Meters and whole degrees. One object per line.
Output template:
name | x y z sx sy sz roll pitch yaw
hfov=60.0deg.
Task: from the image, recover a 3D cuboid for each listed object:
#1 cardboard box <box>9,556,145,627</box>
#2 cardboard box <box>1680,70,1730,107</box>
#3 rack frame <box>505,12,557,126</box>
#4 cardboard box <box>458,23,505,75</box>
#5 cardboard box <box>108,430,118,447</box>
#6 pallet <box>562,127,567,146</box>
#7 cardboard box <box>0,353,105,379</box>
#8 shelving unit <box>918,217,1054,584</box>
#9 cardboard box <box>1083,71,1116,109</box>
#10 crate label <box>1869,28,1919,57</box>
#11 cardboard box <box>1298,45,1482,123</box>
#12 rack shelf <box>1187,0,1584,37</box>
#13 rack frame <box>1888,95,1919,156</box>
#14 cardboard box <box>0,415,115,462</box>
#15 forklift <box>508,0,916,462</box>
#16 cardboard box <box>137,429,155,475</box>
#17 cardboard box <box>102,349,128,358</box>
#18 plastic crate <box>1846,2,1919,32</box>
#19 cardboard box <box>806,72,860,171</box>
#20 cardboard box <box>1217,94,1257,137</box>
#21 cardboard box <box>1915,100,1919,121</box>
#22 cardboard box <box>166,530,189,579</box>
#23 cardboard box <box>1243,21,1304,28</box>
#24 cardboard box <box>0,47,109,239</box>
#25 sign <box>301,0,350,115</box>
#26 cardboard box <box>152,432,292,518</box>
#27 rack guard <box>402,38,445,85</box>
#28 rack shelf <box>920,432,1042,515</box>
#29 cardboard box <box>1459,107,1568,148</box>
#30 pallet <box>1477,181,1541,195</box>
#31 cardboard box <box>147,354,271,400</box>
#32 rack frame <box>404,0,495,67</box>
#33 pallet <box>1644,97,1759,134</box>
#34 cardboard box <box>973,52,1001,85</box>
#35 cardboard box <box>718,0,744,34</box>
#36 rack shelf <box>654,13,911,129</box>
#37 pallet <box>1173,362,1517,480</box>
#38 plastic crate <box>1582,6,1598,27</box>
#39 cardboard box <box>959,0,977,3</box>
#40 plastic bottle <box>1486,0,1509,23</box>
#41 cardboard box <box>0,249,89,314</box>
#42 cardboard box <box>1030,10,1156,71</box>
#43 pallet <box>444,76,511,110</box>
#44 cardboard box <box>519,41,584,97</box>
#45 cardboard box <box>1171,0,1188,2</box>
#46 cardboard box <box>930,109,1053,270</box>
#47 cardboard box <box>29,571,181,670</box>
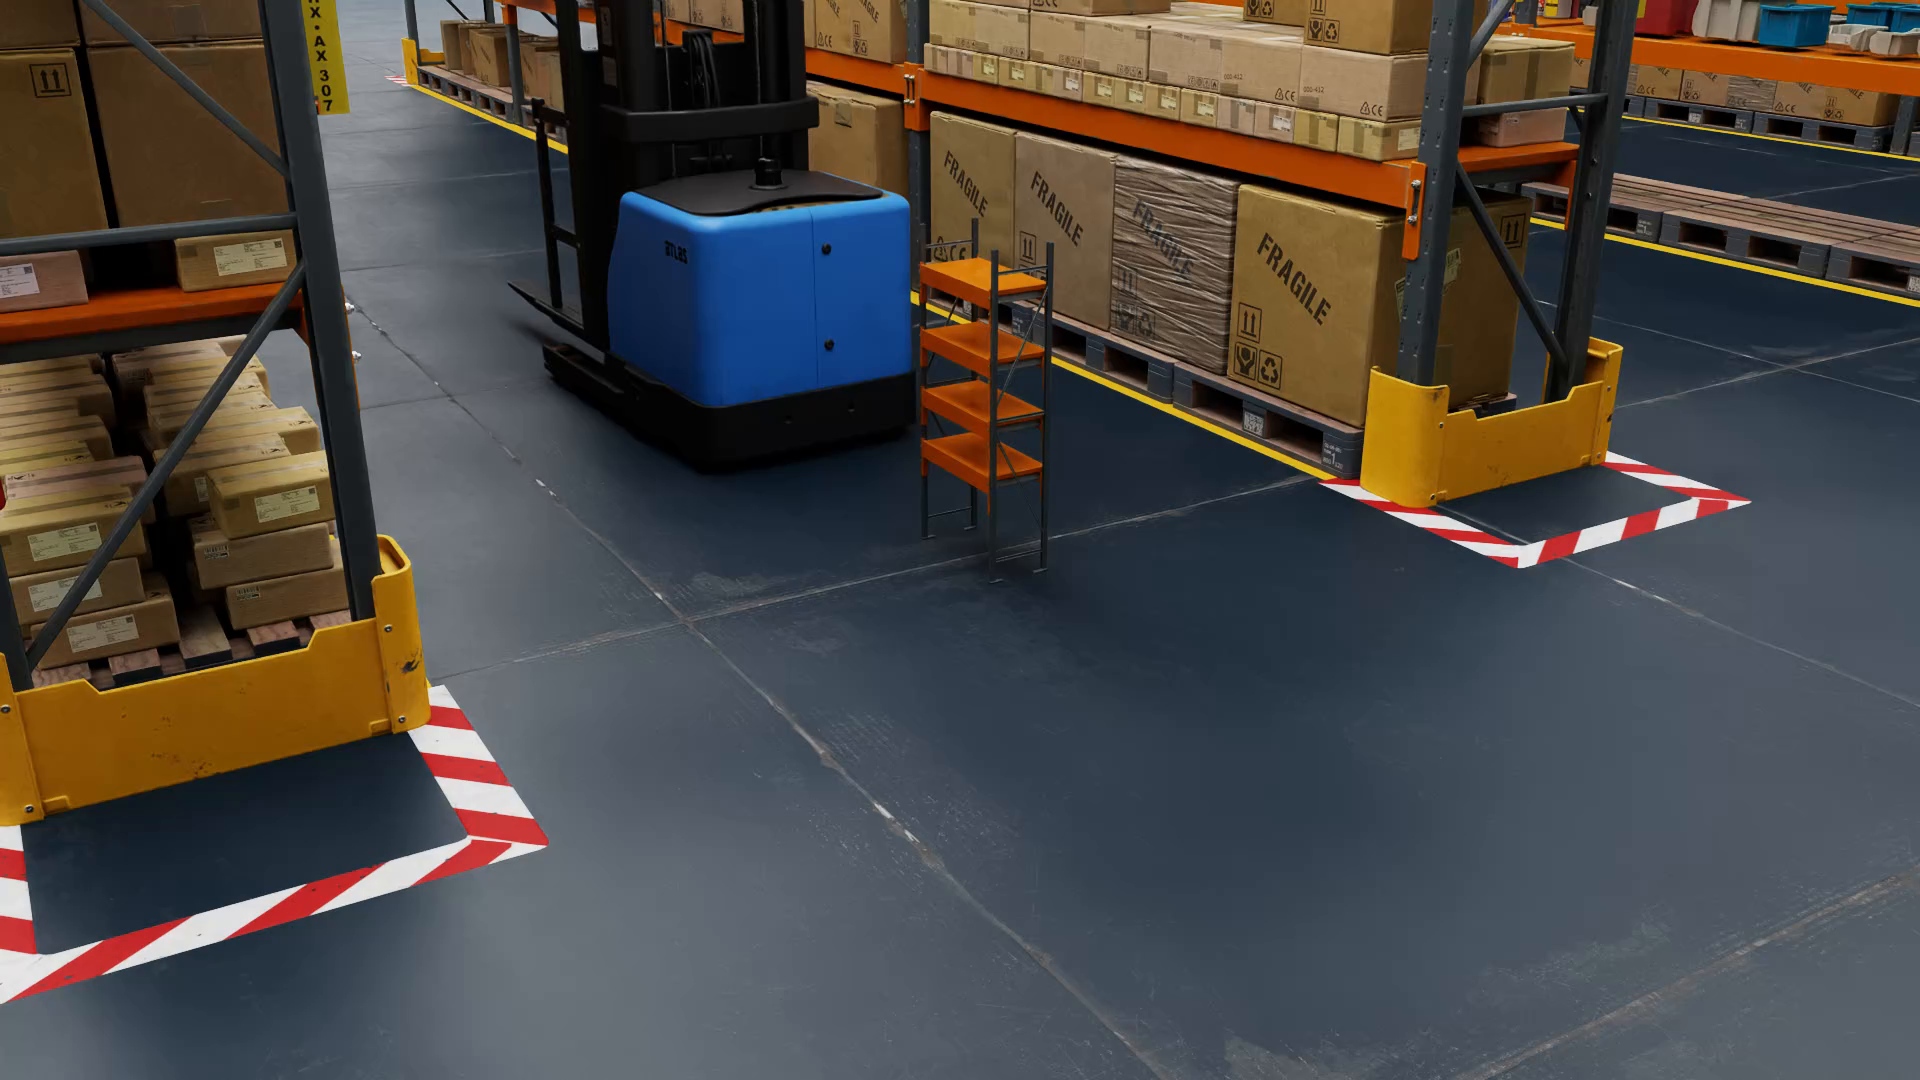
cardboard box | -2.630 0.113 4.883 0.380 0.149 0.250 -13 26 -30
cardboard box | 7.415 -4.519 16.180 0.500 0.500 0.500 -14 26 -30
rack frame | -3.929 -5.565 16.020 1.000 3.000 0.127 -13 25 -28
cardboard box | -5.333 -5.504 18.632 0.500 0.500 0.500 -6 23 -14
cardboard box | -3.600 -0.439 6.636 0.380 0.149 0.250 -14 26 -30
pallet | -2.902 -3.626 14.953 1.003 0.211 1.213 -13 25 -28
cardboard box | -3.476 -0.629 6.314 0.380 0.149 0.250 -14 26 -30
shelving unit | 0.085 -0.502 5.954 0.258 1.200 0.503 -13 25 -28
cardboard box | 0.821 -2.195 8.062 0.380 0.149 0.250 -13 26 -30
crate label | 5.588 -2.950 9.857 0.396 0.136 0.243 -13 25 -28
cardboard box | 1.725 -1.855 6.696 0.500 0.250 0.500 -13 26 -29
rack shelf | 3.394 -4.242 13.721 1.077 0.370 4.000 -13 25 -28
rack frame | 8.676 -4.880 14.334 1.000 3.000 0.127 -13 25 -28
cardboard box | -3.001 -0.279 5.454 0.380 0.149 0.250 -14 26 -30
forklift | -1.418 -2.184 7.792 1.130 2.935 3.031 -14 26 -30
cardboard box | -2.709 -0.323 5.957 0.380 0.149 0.250 -14 26 -31
cardboard box | -3.389 -0.885 6.945 0.380 0.149 0.250 -12 25 -27
plastic crate | 5.790 -3.250 10.467 0.416 0.233 0.300 -13 25 -28
cardboard box | -0.643 -2.678 11.181 1.225 0.875 0.875 -14 26 -30
cardboard box | 1.347 -1.863 7.245 0.380 0.149 0.250 -12 25 -27
cardboard box | 8.639 -4.129 15.222 0.500 0.500 0.500 -14 26 -31
cardboard box | -2.444 -0.013 5.587 0.380 0.149 0.250 -12 25 -28
cardboard box | 1.663 -2.287 7.758 0.500 0.250 0.500 -14 26 -30
cardboard box | -2.565 -1.040 4.358 0.500 0.500 0.500 -12 25 -27
sign | -1.648 -1.265 4.290 0.100 0.325 0.005 -13 25 -28
cardboard box | -2.334 -0.210 5.283 0.380 0.149 0.250 -12 25 -27
rack guard | -5.933 -5.678 19.616 1.175 0.500 0.348 -13 25 -28
rack shelf | 0.085 -0.256 6.054 0.258 0.148 0.480 -13 25 -28
cardboard box | 2.303 -1.743 6.949 0.380 0.149 0.250 -12 25 -28
pallet | 4.058 -2.894 13.152 1.003 0.211 1.213 -13 25 -28
cardboard box | -2.779 -0.566 6.159 0.380 0.149 0.250 -12 25 -27
rack frame | -5.972 -6.860 19.206 1.000 3.000 0.127 -13 25 -28
pallet | 7.601 -4.239 16.461 1.003 0.211 1.213 -13 25 -28
cardboard box | 0.292 -2.529 8.884 0.380 0.149 0.250 -12 25 -27
cardboard box | -1.341 -3.775 11.484 0.500 0.500 0.500 -13 26 -29
rack shelf | -0.864 -3.290 11.377 1.077 0.370 4.000 -13 25 -28
pallet | 1.725 -0.633 7.588 1.003 0.211 1.213 -13 25 -28
plastic crate | 4.531 -3.656 11.593 0.396 0.136 0.243 -13 25 -28
cardboard box | 0.183 -3.187 8.977 0.500 0.500 0.500 -13 25 -28
plastic bottle | 3.937 -3.936 12.177 0.152 0.276 0.135 -13 25 -28
cardboard box | -2.524 -0.694 4.370 0.380 0.149 0.250 -13 25 -28
cardboard box | 0.692 -2.513 8.315 0.500 0.250 0.500 -12 25 -27
pallet | -4.929 -4.880 18.036 1.003 0.211 1.213 -13 25 -28
cardboard box | -4.099 -4.739 16.749 0.500 0.500 0.500 -13 26 -30
cardboard box | 0.875 -3.131 8.839 0.500 0.500 0.500 -12 25 -28
cardboard box | 0.426 -1.957 9.406 0.875 0.875 0.875 -13 25 -28
cardboard box | -2.563 0.236 4.975 0.380 0.149 0.250 -12 25 -27
